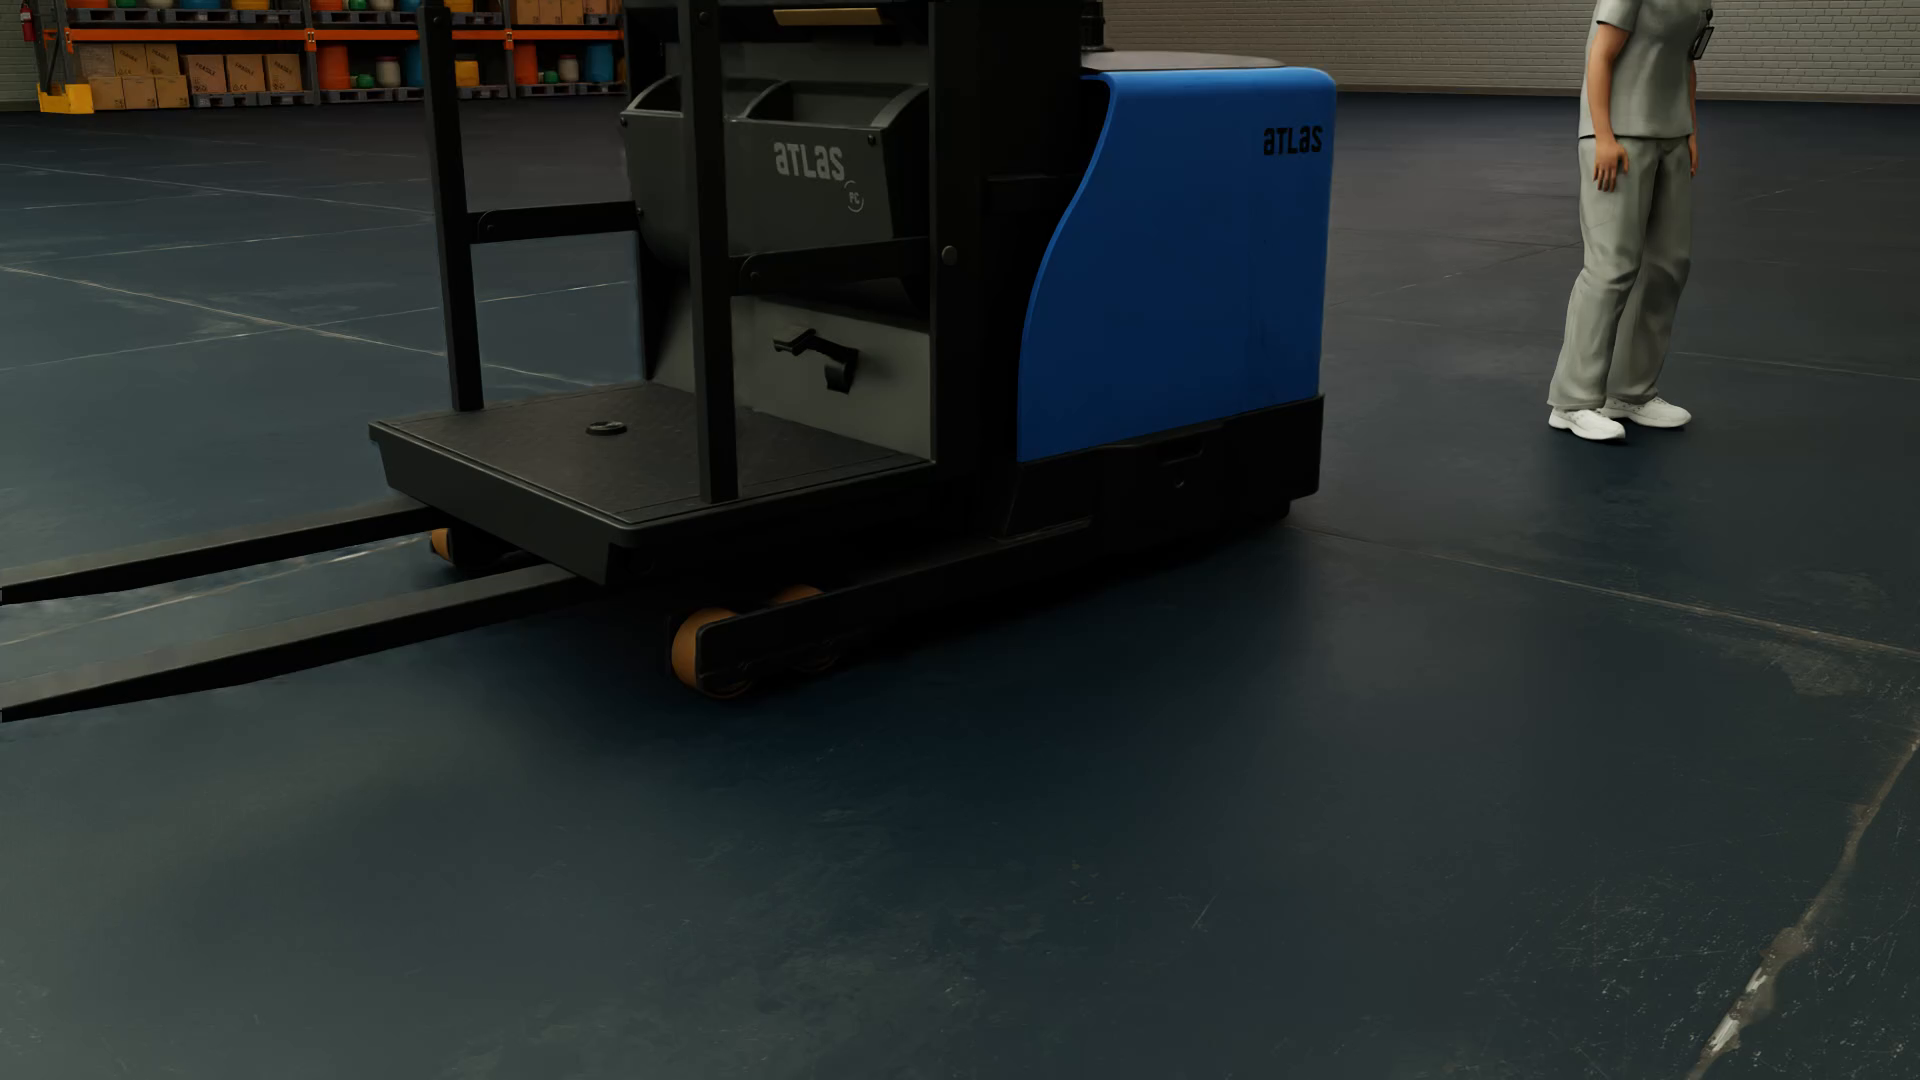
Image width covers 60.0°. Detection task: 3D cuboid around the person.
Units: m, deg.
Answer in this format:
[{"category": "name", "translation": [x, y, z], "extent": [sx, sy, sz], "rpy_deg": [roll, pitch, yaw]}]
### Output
[{"category": "person", "translation": [2.001, -1.151, 4.857], "extent": [0.496, 1.671, 0.362], "rpy_deg": [-11, 20, -33]}]

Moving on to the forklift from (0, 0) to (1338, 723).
[{"category": "forklift", "translation": [-0.552, -1.286, 3.133], "extent": [3.031, 2.935, 1.130], "rpy_deg": [-14, 22, -39]}]
